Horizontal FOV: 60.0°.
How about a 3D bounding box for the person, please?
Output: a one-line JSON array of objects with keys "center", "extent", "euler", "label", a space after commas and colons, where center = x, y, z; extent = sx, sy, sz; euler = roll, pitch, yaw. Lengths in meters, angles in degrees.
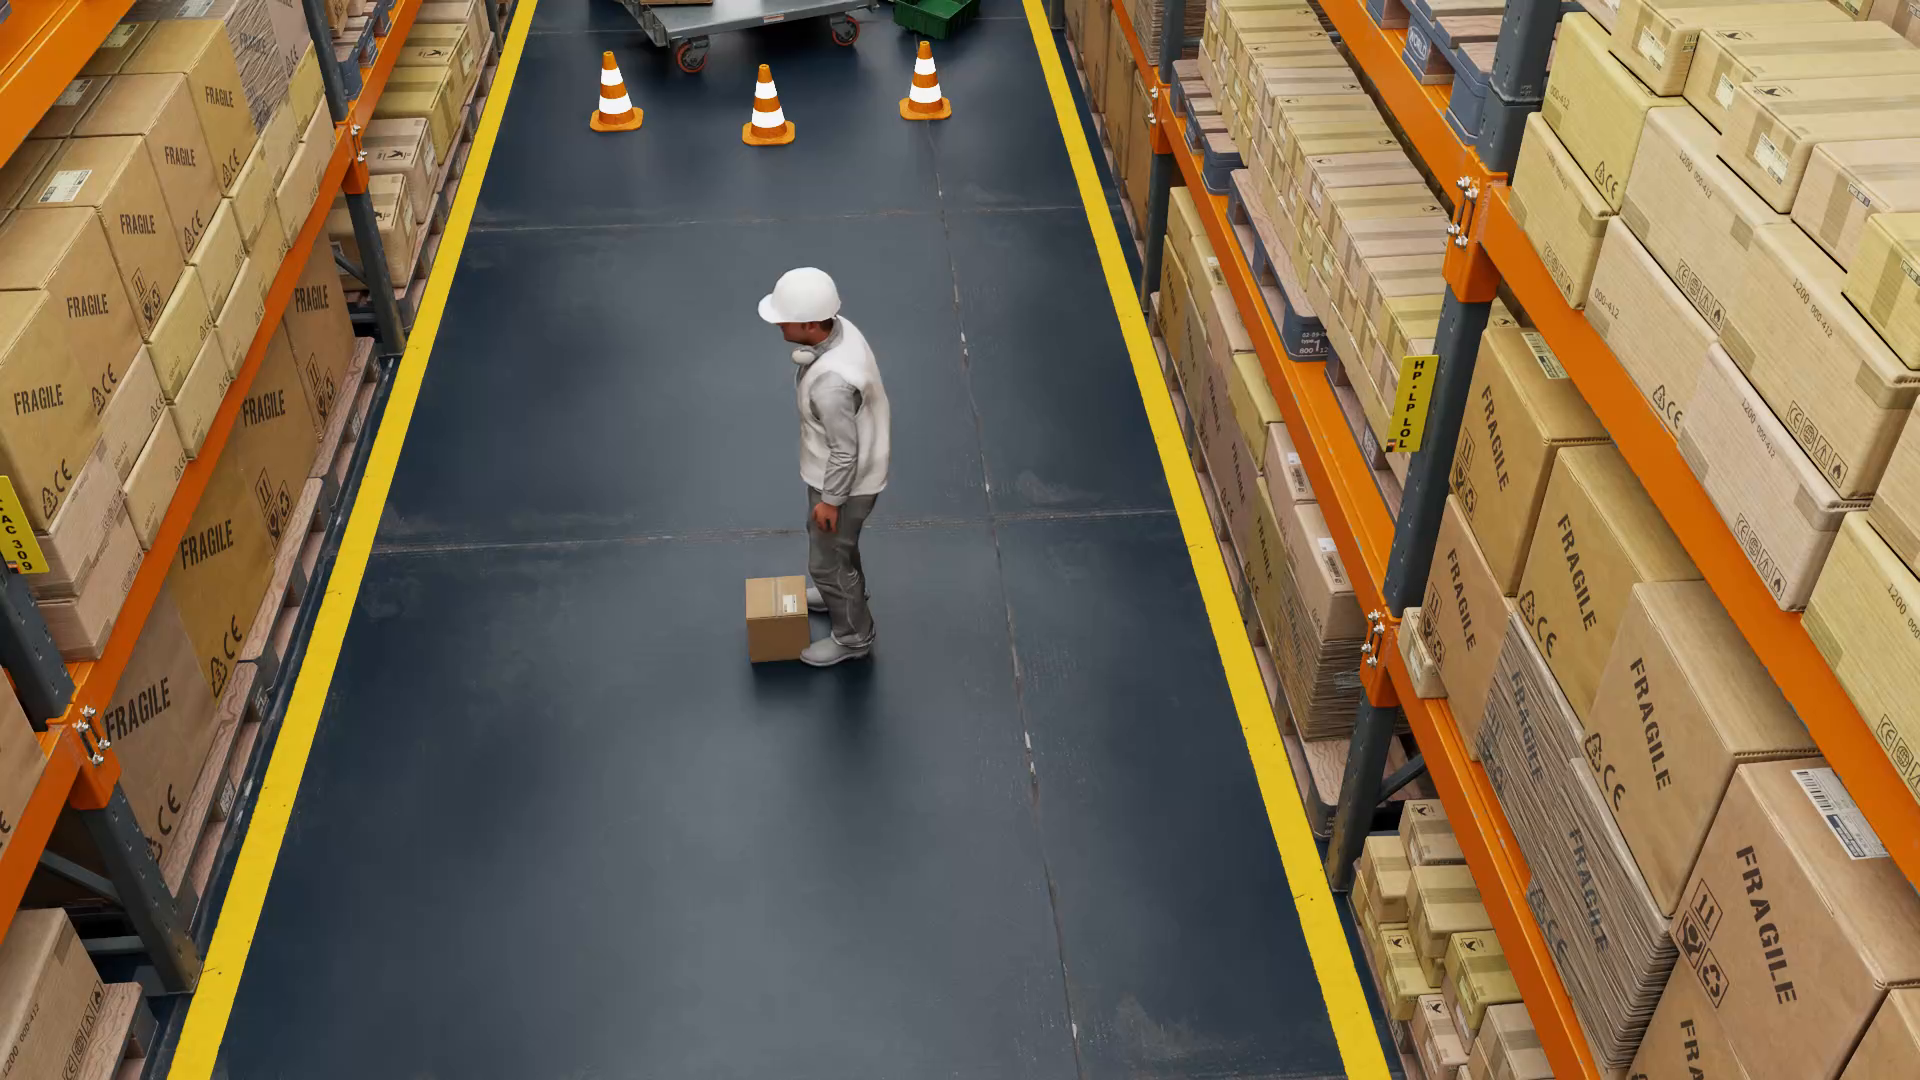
[{"center": [-0.498, -0.287, 6.490], "extent": [0.463, 1.770, 0.578], "euler": [-4, 39, -4], "label": "person"}]
